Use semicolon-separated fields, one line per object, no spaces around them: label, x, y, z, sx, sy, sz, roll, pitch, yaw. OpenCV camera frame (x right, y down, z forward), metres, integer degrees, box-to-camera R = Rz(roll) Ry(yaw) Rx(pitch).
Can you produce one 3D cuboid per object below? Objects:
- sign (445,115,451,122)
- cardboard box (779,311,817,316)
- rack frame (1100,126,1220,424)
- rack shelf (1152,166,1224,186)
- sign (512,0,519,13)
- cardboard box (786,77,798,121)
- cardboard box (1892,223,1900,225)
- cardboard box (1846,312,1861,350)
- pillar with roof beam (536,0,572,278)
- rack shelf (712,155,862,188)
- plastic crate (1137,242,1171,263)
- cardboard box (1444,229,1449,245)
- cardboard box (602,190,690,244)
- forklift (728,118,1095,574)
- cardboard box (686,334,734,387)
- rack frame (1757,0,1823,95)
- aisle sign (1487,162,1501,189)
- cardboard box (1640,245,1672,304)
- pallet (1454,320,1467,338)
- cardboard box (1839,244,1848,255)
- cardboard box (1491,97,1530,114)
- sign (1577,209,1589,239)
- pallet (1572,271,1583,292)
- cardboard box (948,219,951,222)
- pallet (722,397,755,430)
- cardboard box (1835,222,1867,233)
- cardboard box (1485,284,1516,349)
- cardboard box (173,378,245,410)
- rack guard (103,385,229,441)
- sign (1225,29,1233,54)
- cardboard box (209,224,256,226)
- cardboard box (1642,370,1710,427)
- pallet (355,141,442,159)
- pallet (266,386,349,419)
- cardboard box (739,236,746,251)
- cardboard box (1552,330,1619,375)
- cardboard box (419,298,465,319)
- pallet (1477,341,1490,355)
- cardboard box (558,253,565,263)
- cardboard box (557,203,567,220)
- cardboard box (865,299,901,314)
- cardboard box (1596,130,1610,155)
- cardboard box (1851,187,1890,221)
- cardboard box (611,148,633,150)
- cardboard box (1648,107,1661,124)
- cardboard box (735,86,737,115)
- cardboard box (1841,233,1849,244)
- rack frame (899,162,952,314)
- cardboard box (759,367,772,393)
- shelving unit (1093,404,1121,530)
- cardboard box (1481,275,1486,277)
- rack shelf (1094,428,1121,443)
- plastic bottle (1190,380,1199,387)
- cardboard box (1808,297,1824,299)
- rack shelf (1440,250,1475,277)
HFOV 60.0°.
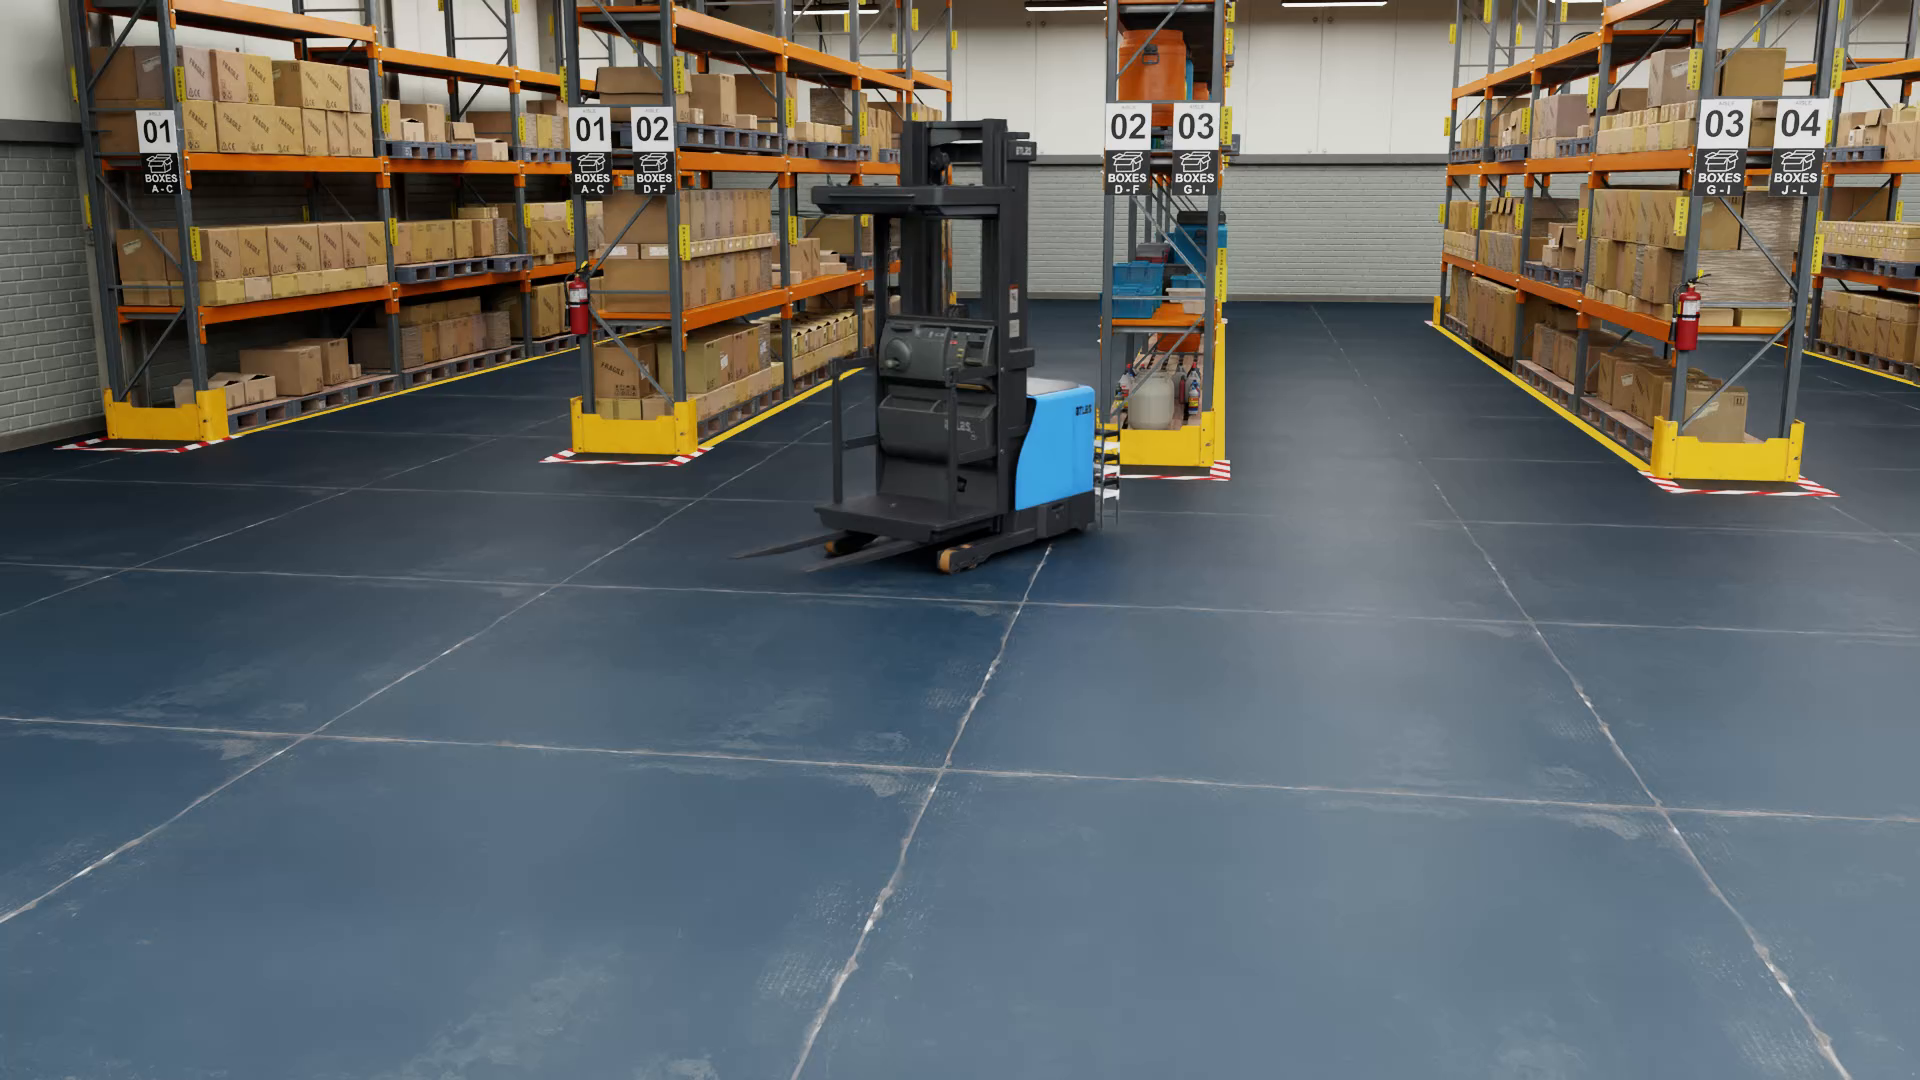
sign;-7.324;-5.930;23.856;0.100;0.325;0.005;2;12;9
cardboard box;-2.253;-3.029;23.127;0.500;0.311;0.500;2;12;11
rack frame;1.781;-2.167;14.927;1.000;3.000;0.127;2;12;9
rack shelf;3.319;-5.363;24.346;1.077;0.370;4.000;2;12;9
sign;-6.240;-7.565;23.333;0.100;0.325;0.005;2;12;9
cardboard box;-2.299;-5.372;20.259;0.500;0.500;0.500;3;13;14
cardboard box;13.374;-4.390;23.433;0.380;0.149;0.250;1;12;7
cardboard box;12.884;-2.941;23.456;0.500;0.500;0.500;2;12;10
pillar with roof beam;-2.655;-7.953;27.534;9.100;9.000;0.400;2;12;9
rack shelf;-2.190;-4.692;21.230;1.077;0.370;4.000;2;12;9
plastic crate;2.461;-3.537;21.133;0.402;0.464;0.583;2;12;9
cardboard box;8.796;-5.318;29.198;0.500;0.250;0.500;2;12;7
cardboard box;-3.020;-3.119;16.028;0.700;0.500;0.500;2;12;9
forklift;-0.288;-1.321;11.166;1.130;2.935;3.031;9;15;36
cardboard box;-2.671;-1.869;17.294;0.500;0.500;0.500;2;12;9
rack frame;14.022;-8.088;28.162;1.000;3.000;0.127;2;12;9
aisle sign;9.444;-6.613;29.388;0.394;0.787;0.004;2;12;9
cardboard box;6.746;-2.422;15.168;0.875;0.500;0.500;2;12;9
pallet;8.901;-3.551;27.972;1.003;0.211;1.213;2;12;9
cardboard box;12.734;-4.123;23.603;0.380;0.149;0.250;1;12;6
cardboard box;8.672;-6.836;26.220;0.500;0.250;0.500;1;12;5
sign;6.742;-3.422;18.004;0.100;0.325;0.005;2;12;9
pallet;7.552;-2.899;18.782;1.003;0.211;1.213;2;12;9
cardboard box;-0.448;-6.095;30.543;0.500;0.500;0.500;2;12;8
pallet;-2.846;-1.379;17.889;1.003;0.211;1.213;2;12;9
cardboard box;12.772;-4.465;23.780;0.380;0.149;0.250;2;12;8
cardboard box;8.177;-3.166;23.612;1.225;0.875;0.875;2;12;9
cardboard box;-7.812;-1.529;17.308;0.500;0.311;0.500;0;12;2
rack guard;-7.996;-1.281;16.753;1.175;0.500;0.348;2;12;9
sign;3.557;-6.591;21.980;0.100;0.325;0.005;2;12;9
cardboard box;-7.905;-3.213;18.309;0.500;0.500;0.500;2;12;9
cardboard box;6.961;-1.374;16.186;0.500;0.500;0.500;3;13;14
pallet;-7.192;-4.820;20.564;1.213;0.211;1.003;2;12;9
pallet;-7.646;-1.561;18.738;1.003;0.211;1.213;2;12;9
cardboard box;-2.524;-3.199;17.939;0.380;0.149;0.250;2;12;10
cardboard box;7.670;-2.290;20.390;0.700;0.500;0.500;3;13;13
cardboard box;-7.060;-3.137;22.540;0.500;0.250;0.500;2;12;8
pallet;8.477;-2.978;25.310;1.003;0.211;1.213;2;12;9
cardboard box;-6.327;-4.370;25.698;0.380;0.149;0.250;2;12;10
cardboard box;-6.298;-5.026;25.423;0.500;0.250;0.500;2;12;9
cardboard box;-1.221;-3.500;26.003;0.500;0.500;0.500;2;12;9
cardboard box;6.968;-4.146;17.349;0.500;0.250;0.500;1;12;6
cardboard box;13.717;-5.091;25.182;0.500;0.500;0.500;2;12;10
cardboard box;-5.795;-6.768;28.280;0.500;0.250;0.500;2;12;8
cardboard box;6.617;-3.933;15.411;0.380;0.149;0.250;1;12;6
cardboard box;-2.835;-4.853;18.706;0.500;0.500;0.500;3;13;13
cardboard box;12.736;-4.265;23.557;0.380;0.149;0.250;2;12;11
rack frame;-0.652;-5.659;31.130;1.000;3.000;0.127;2;12;9
cardboard box;-2.439;-1.814;18.822;0.500;0.250;0.500;2;12;9
shelving unit;1.031;-0.547;12.398;0.258;0.900;0.210;10;16;39
cardboard box;8.702;-3.806;26.578;0.875;0.875;0.875;2;12;9
rack shelf;1.031;-0.779;12.348;0.258;0.077;0.200;10;16;39
plastic bottle;2.468;-1.550;17.496;0.097;0.271;0.097;0;12;0
cardboard box;14.092;-3.921;27.426;0.380;0.149;0.250;2;12;11
rack shelf;8.829;-4.569;27.781;1.077;0.370;4.000;2;12;9
